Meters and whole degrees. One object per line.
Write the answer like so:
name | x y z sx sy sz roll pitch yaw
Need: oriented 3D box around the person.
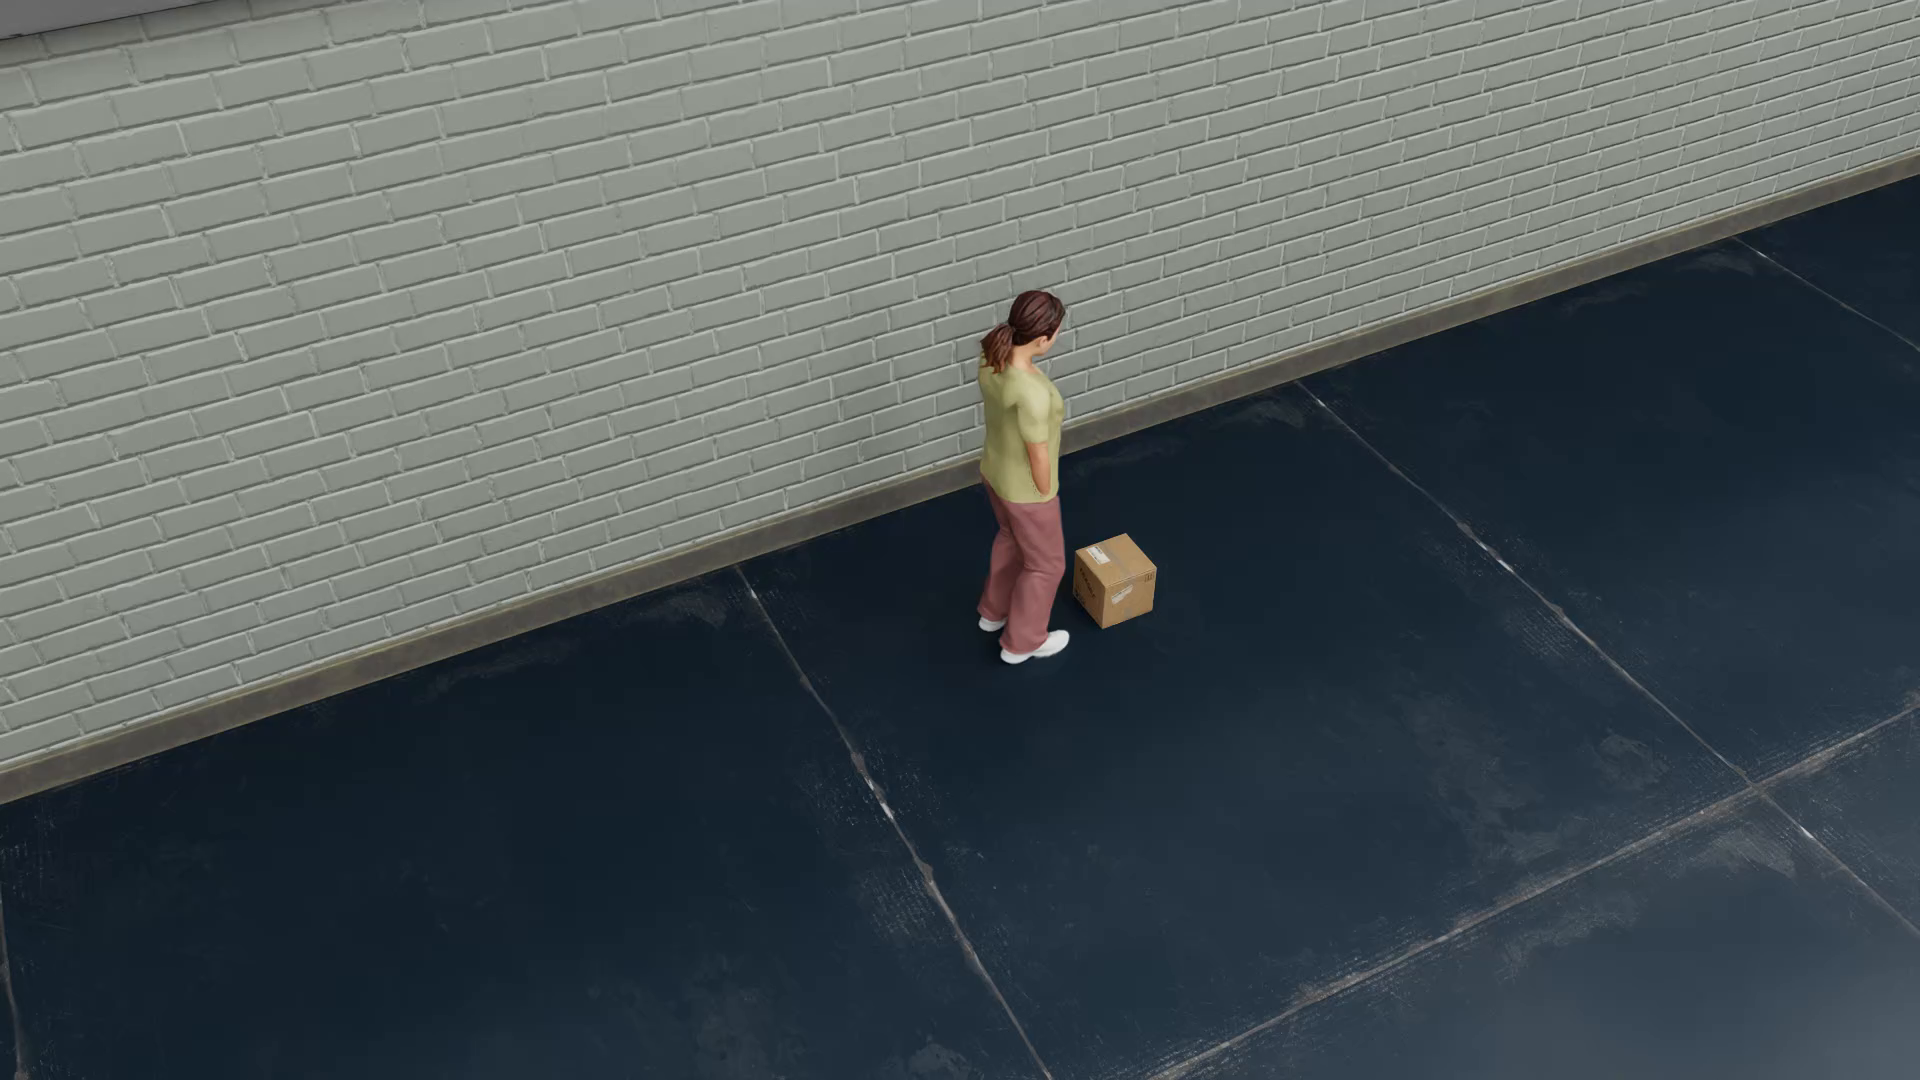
person | 0.232 -0.237 6.443 0.361 1.667 0.452 -18 45 -19
